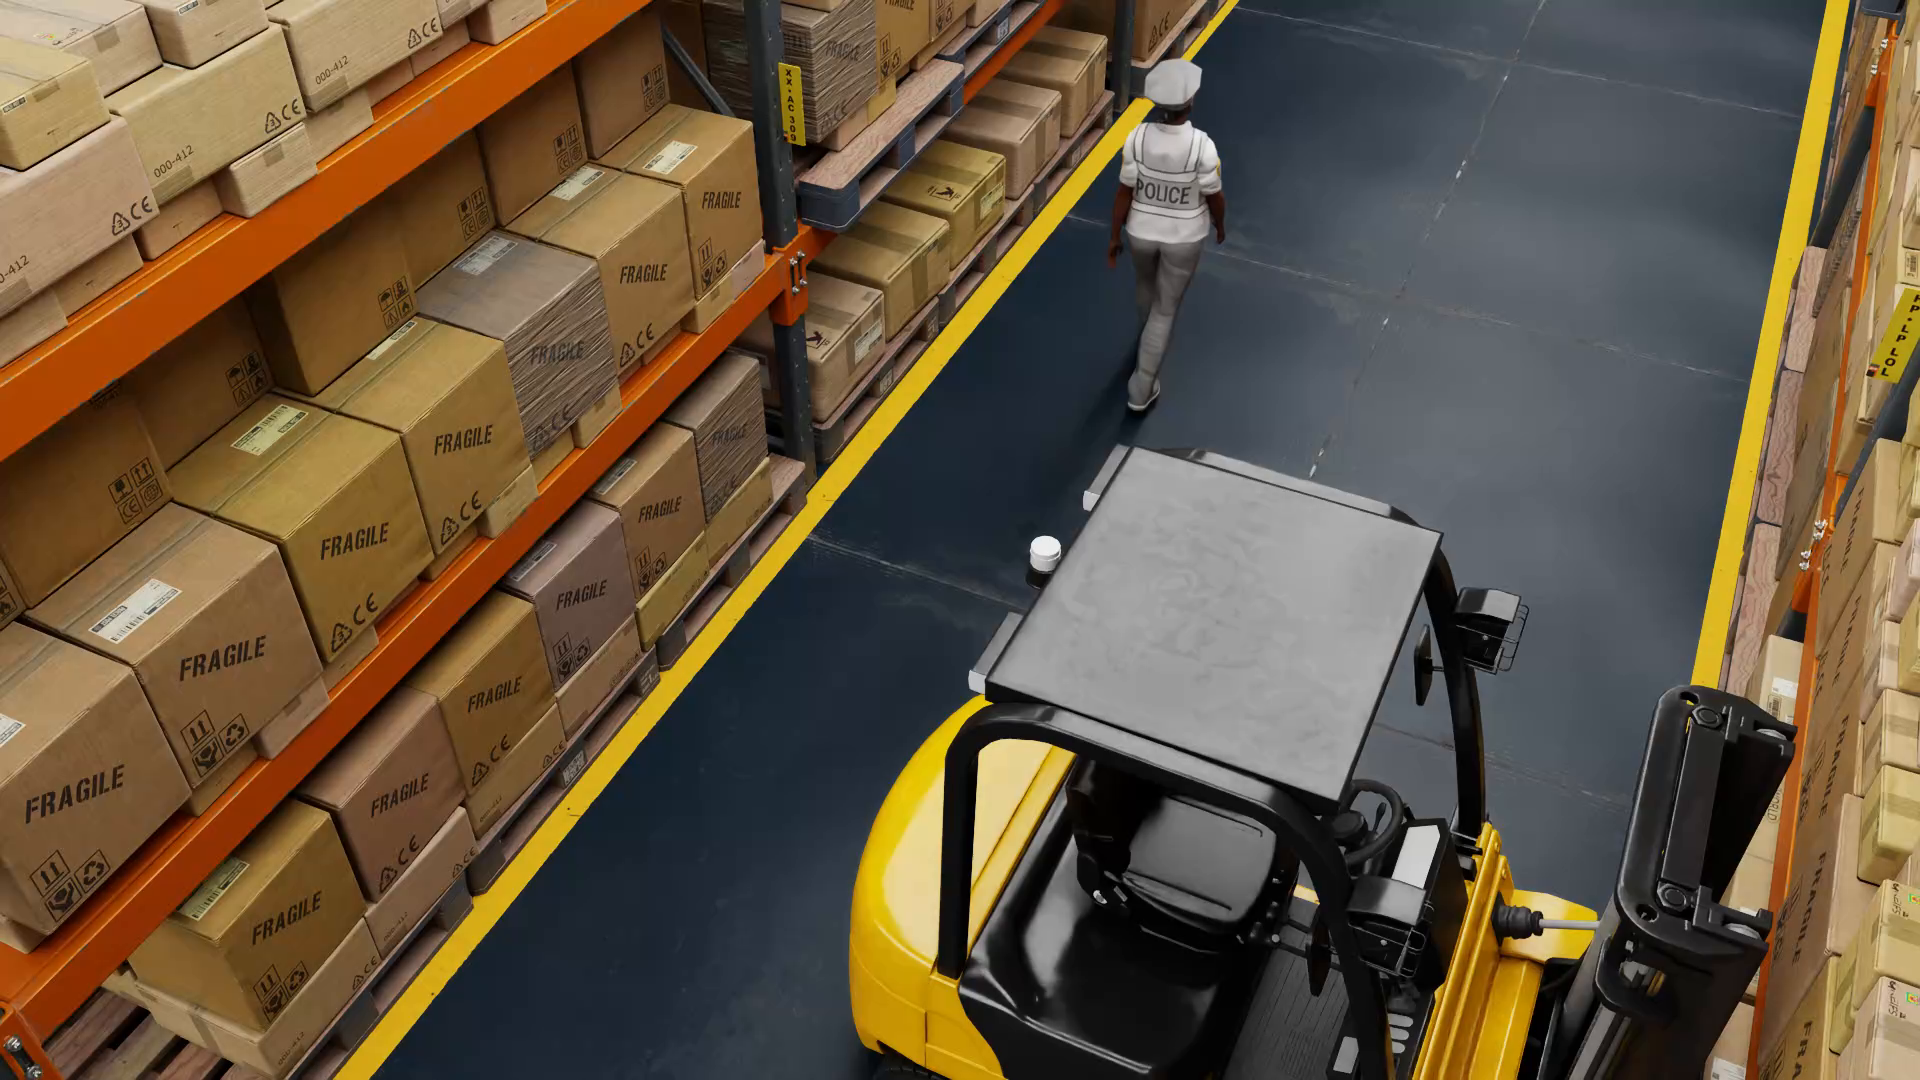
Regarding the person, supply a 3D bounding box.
[{"bbox_3d":[0.989,-1.472,7.751,0.484,1.675,0.862,17,45,18],"label":"person"}]
